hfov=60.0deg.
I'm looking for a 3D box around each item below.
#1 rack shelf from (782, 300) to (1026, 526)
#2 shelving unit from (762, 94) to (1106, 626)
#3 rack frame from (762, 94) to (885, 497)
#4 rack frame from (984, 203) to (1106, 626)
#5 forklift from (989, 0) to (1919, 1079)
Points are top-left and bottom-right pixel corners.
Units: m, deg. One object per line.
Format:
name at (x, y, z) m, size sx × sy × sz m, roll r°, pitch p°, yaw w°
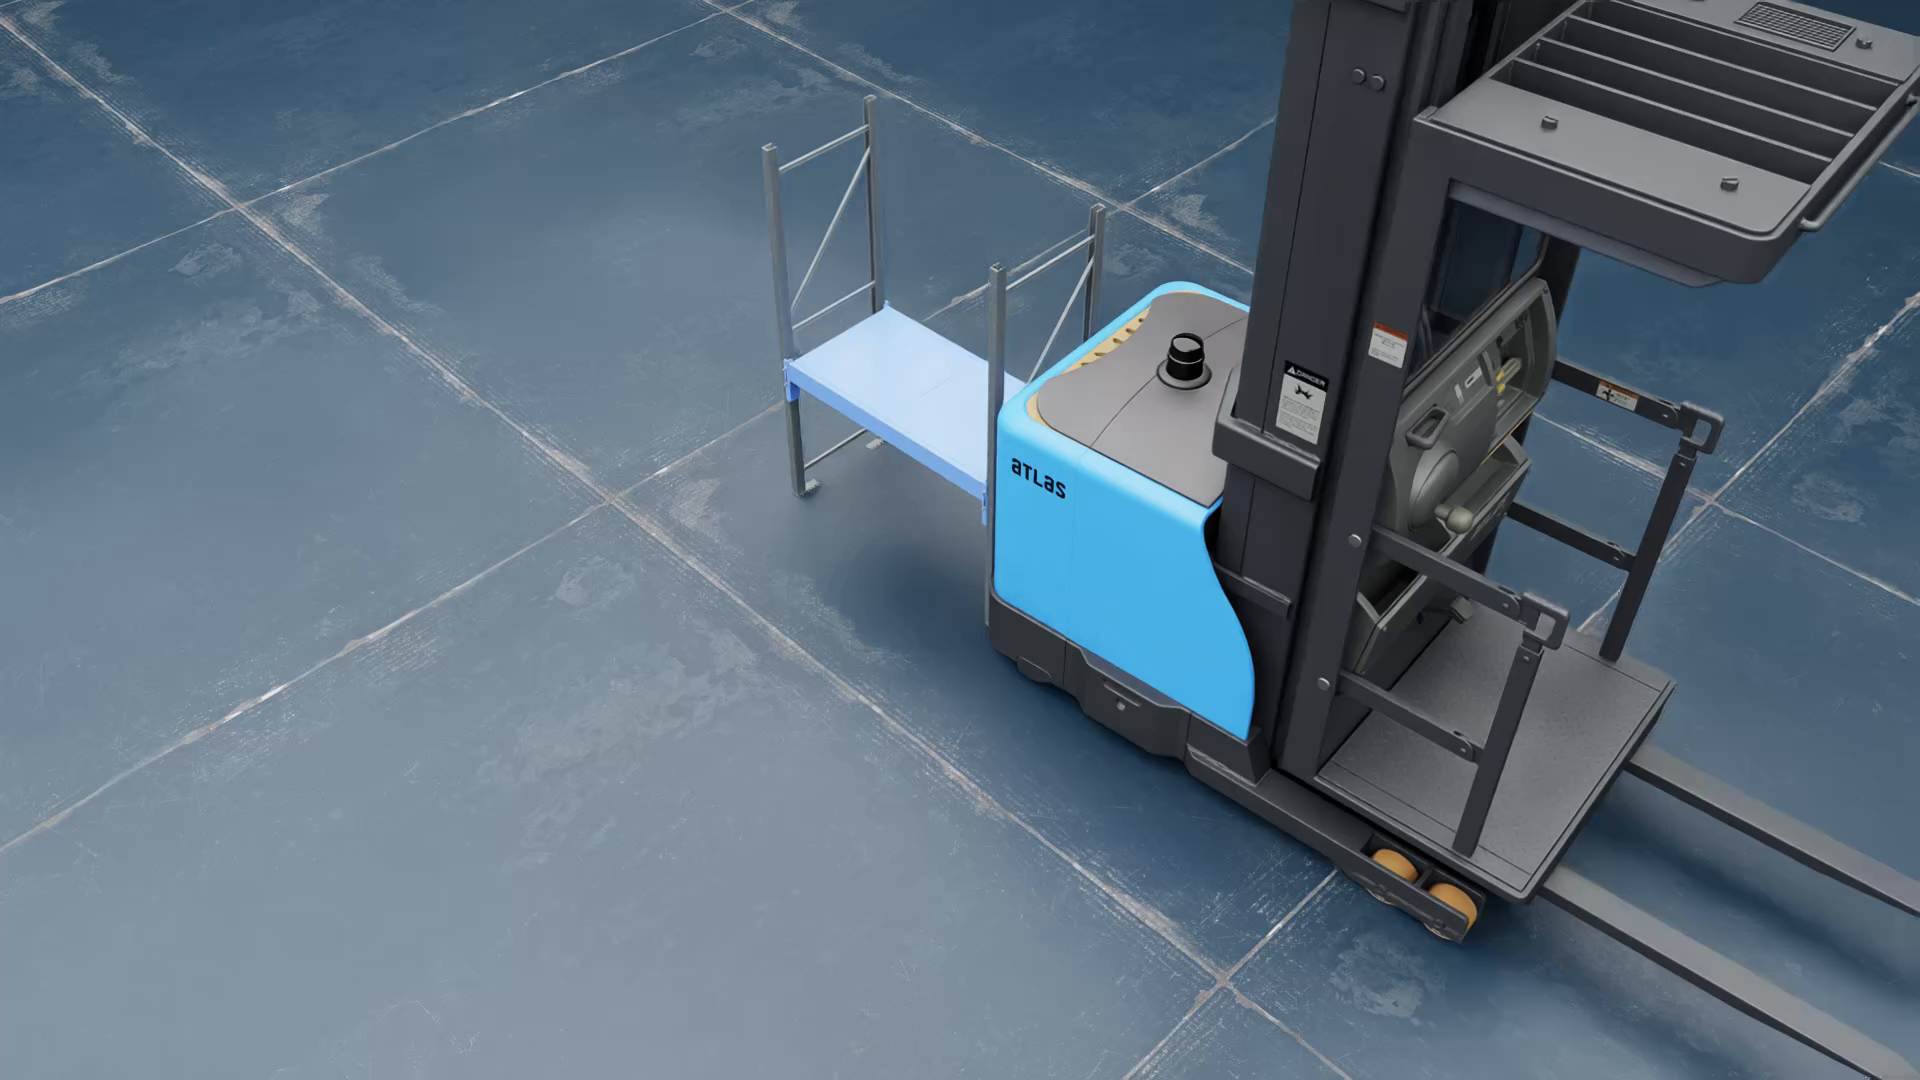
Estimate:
rack shelf at (-0.097, -0.474, 5.923) m, size 1.000 × 0.185 × 0.538 m, roll 33°, pitch 52°, yaw 30°
shelving unit at (-0.097, -0.606, 5.801) m, size 1.048 × 1.500 × 0.538 m, roll 33°, pitch 52°, yaw 30°
rack frame at (-0.465, -0.845, 6.059) m, size 0.032 × 1.500 × 0.500 m, roll 33°, pitch 52°, yaw 30°
rack frame at (0.271, -0.368, 5.543) m, size 0.032 × 1.500 × 0.500 m, roll 33°, pitch 52°, yaw 30°
forklift at (1.554, -0.298, 4.412) m, size 3.031 × 2.935 × 1.130 m, roll 30°, pitch 50°, yaw 28°
